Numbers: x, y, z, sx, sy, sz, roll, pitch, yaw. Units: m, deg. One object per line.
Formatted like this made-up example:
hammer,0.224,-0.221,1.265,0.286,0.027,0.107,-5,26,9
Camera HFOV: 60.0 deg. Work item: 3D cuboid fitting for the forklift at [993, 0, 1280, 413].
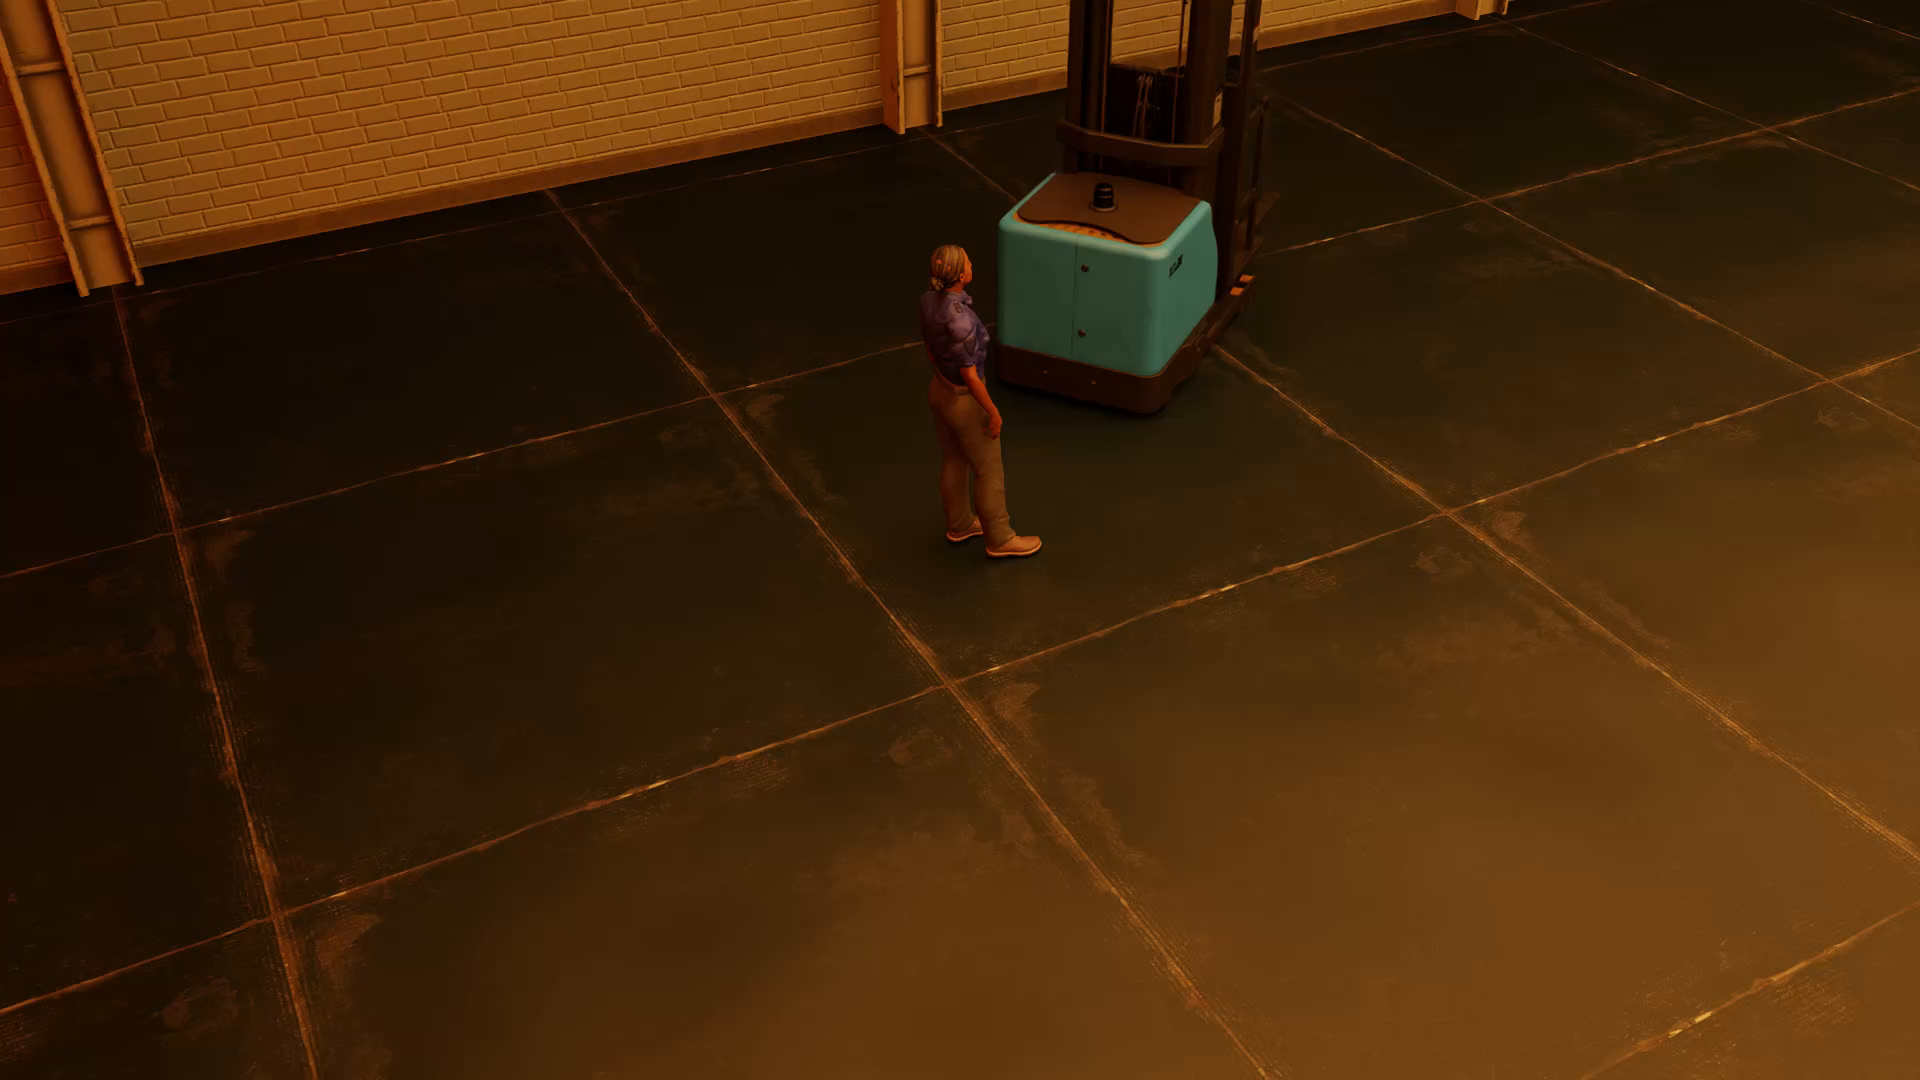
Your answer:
forklift,1.296,-2.764,10.033,1.130,2.935,3.031,16,38,21

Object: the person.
person,0.087,-0.695,8.200,0.503,1.656,0.570,-17,39,-23
